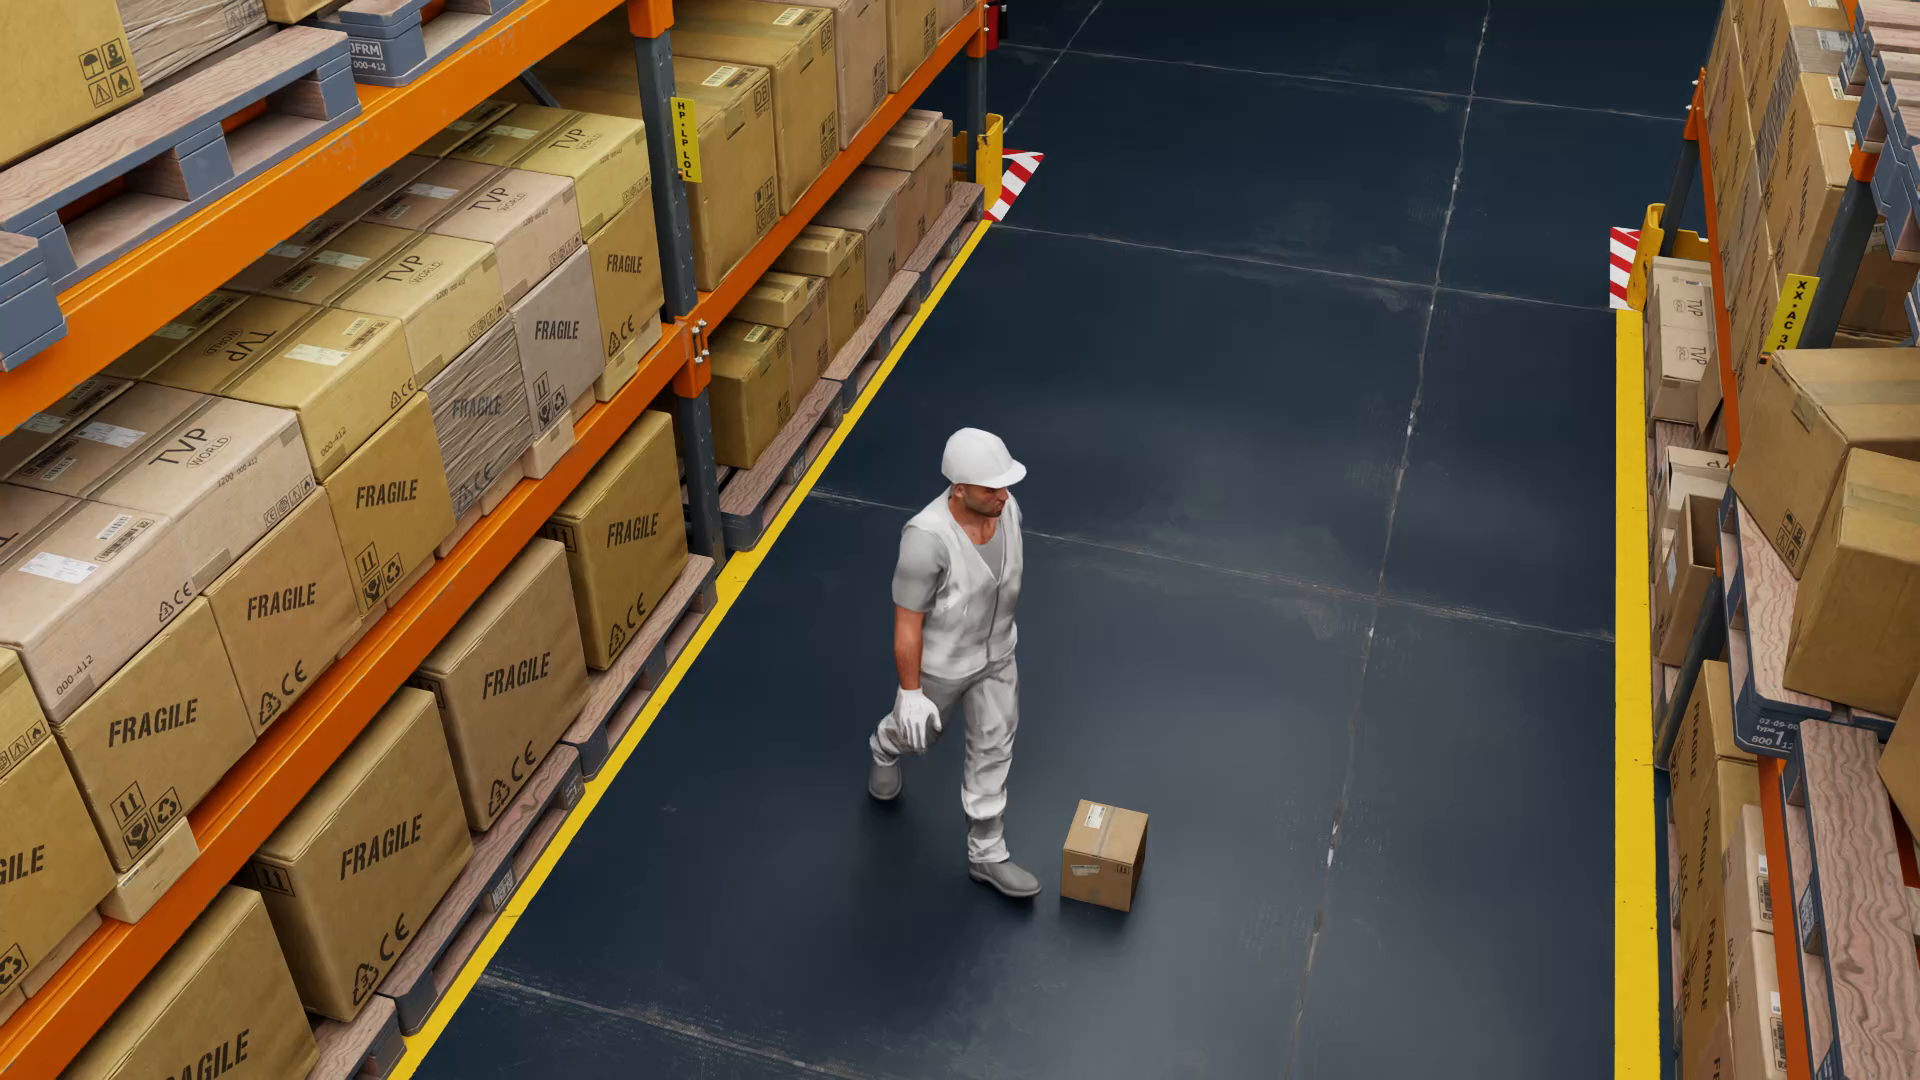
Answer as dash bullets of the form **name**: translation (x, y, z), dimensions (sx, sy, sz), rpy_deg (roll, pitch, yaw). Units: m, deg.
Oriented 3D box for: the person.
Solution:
- **person**: translation (-0.041, 0.386, 5.620), dimensions (0.639, 1.773, 0.921), rpy_deg (-27, 44, -31)
